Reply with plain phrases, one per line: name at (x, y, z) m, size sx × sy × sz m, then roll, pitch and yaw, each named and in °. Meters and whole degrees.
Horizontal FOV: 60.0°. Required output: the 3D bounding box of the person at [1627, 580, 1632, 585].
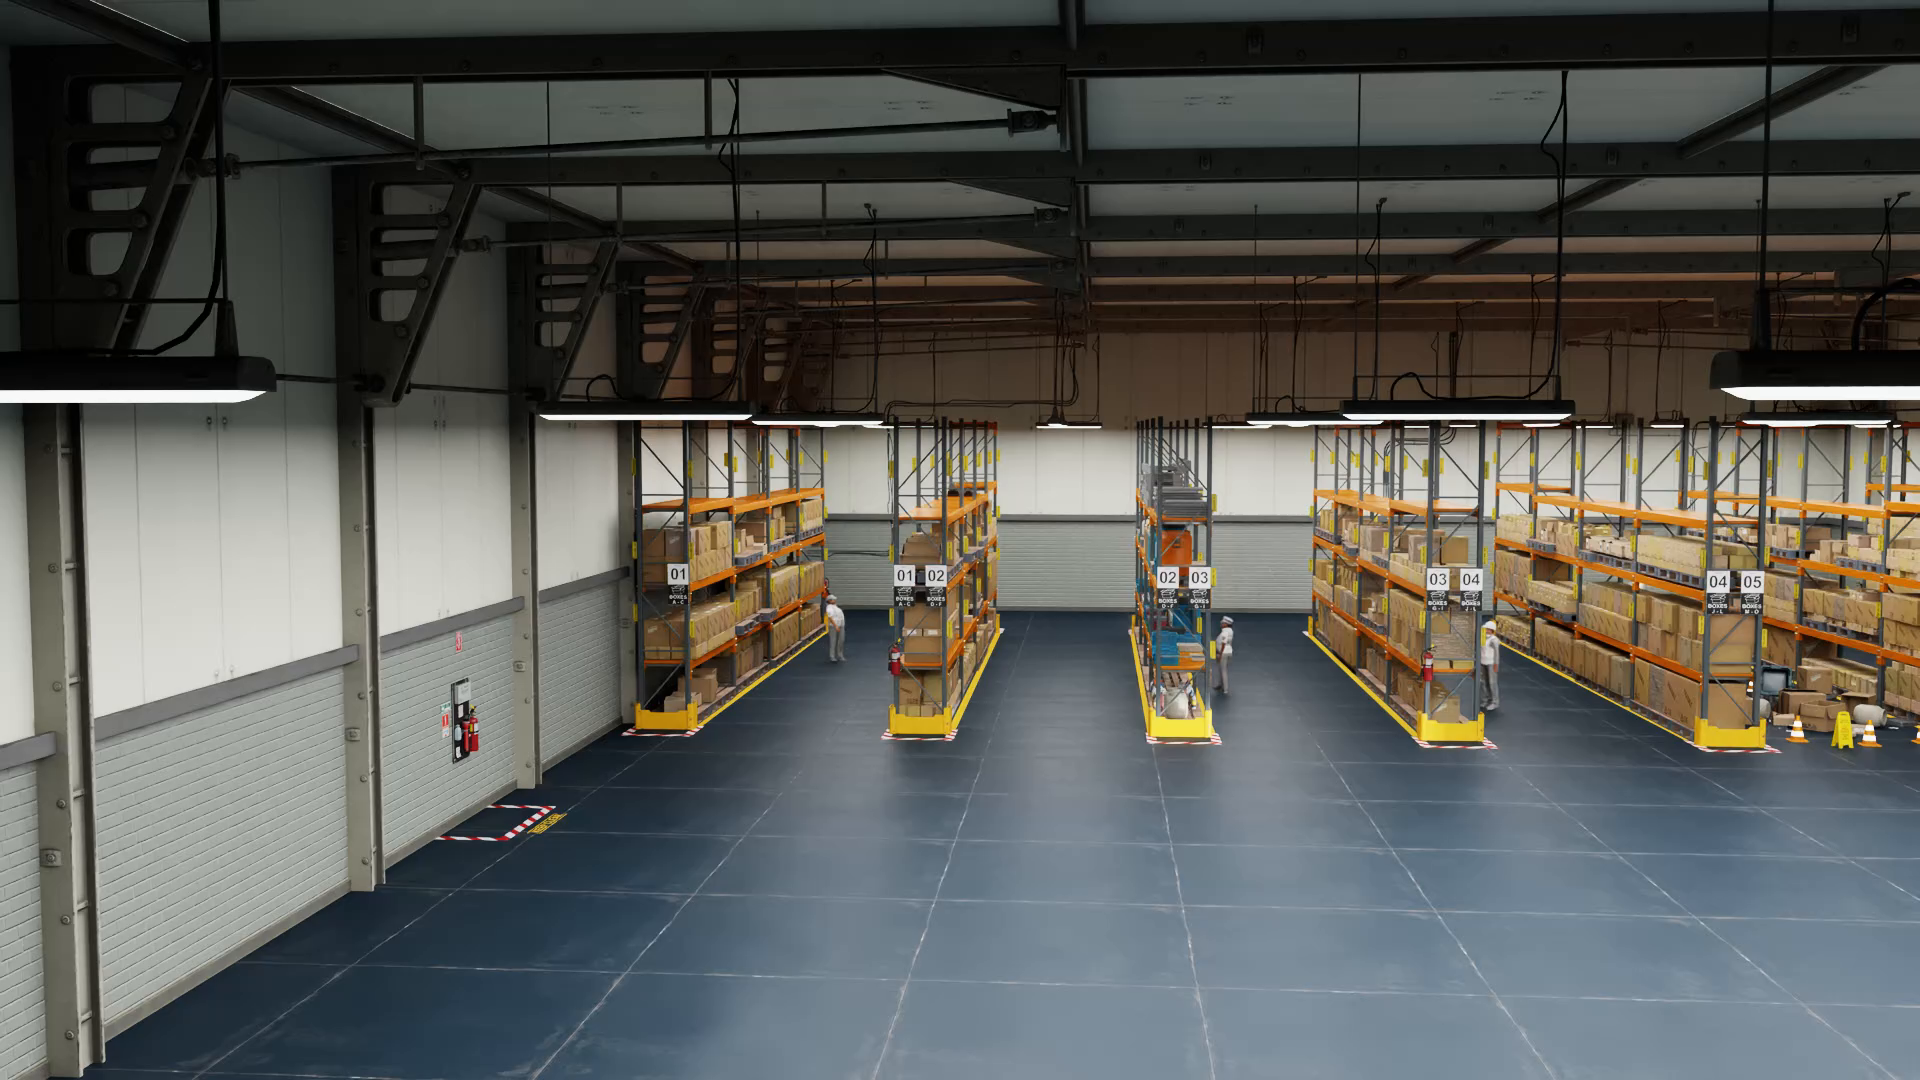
person at (19.237, 1.735, 47.606) m, size 0.702 × 1.741 × 0.623 m, roll 0°, pitch 4°, yaw -1°

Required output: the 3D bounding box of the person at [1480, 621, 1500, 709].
person at (10.956, 2.585, 34.476) m, size 0.460 × 1.778 × 0.608 m, roll -2°, pitch 4°, yaw -23°

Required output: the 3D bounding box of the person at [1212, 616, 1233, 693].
person at (5.730, 2.506, 36.540) m, size 0.583 × 1.692 × 0.464 m, roll 3°, pitch 5°, yaw 40°

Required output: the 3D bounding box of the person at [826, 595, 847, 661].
person at (-3.059, 2.209, 41.486) m, size 0.572 × 1.683 × 0.580 m, roll 3°, pitch 5°, yaw 42°
